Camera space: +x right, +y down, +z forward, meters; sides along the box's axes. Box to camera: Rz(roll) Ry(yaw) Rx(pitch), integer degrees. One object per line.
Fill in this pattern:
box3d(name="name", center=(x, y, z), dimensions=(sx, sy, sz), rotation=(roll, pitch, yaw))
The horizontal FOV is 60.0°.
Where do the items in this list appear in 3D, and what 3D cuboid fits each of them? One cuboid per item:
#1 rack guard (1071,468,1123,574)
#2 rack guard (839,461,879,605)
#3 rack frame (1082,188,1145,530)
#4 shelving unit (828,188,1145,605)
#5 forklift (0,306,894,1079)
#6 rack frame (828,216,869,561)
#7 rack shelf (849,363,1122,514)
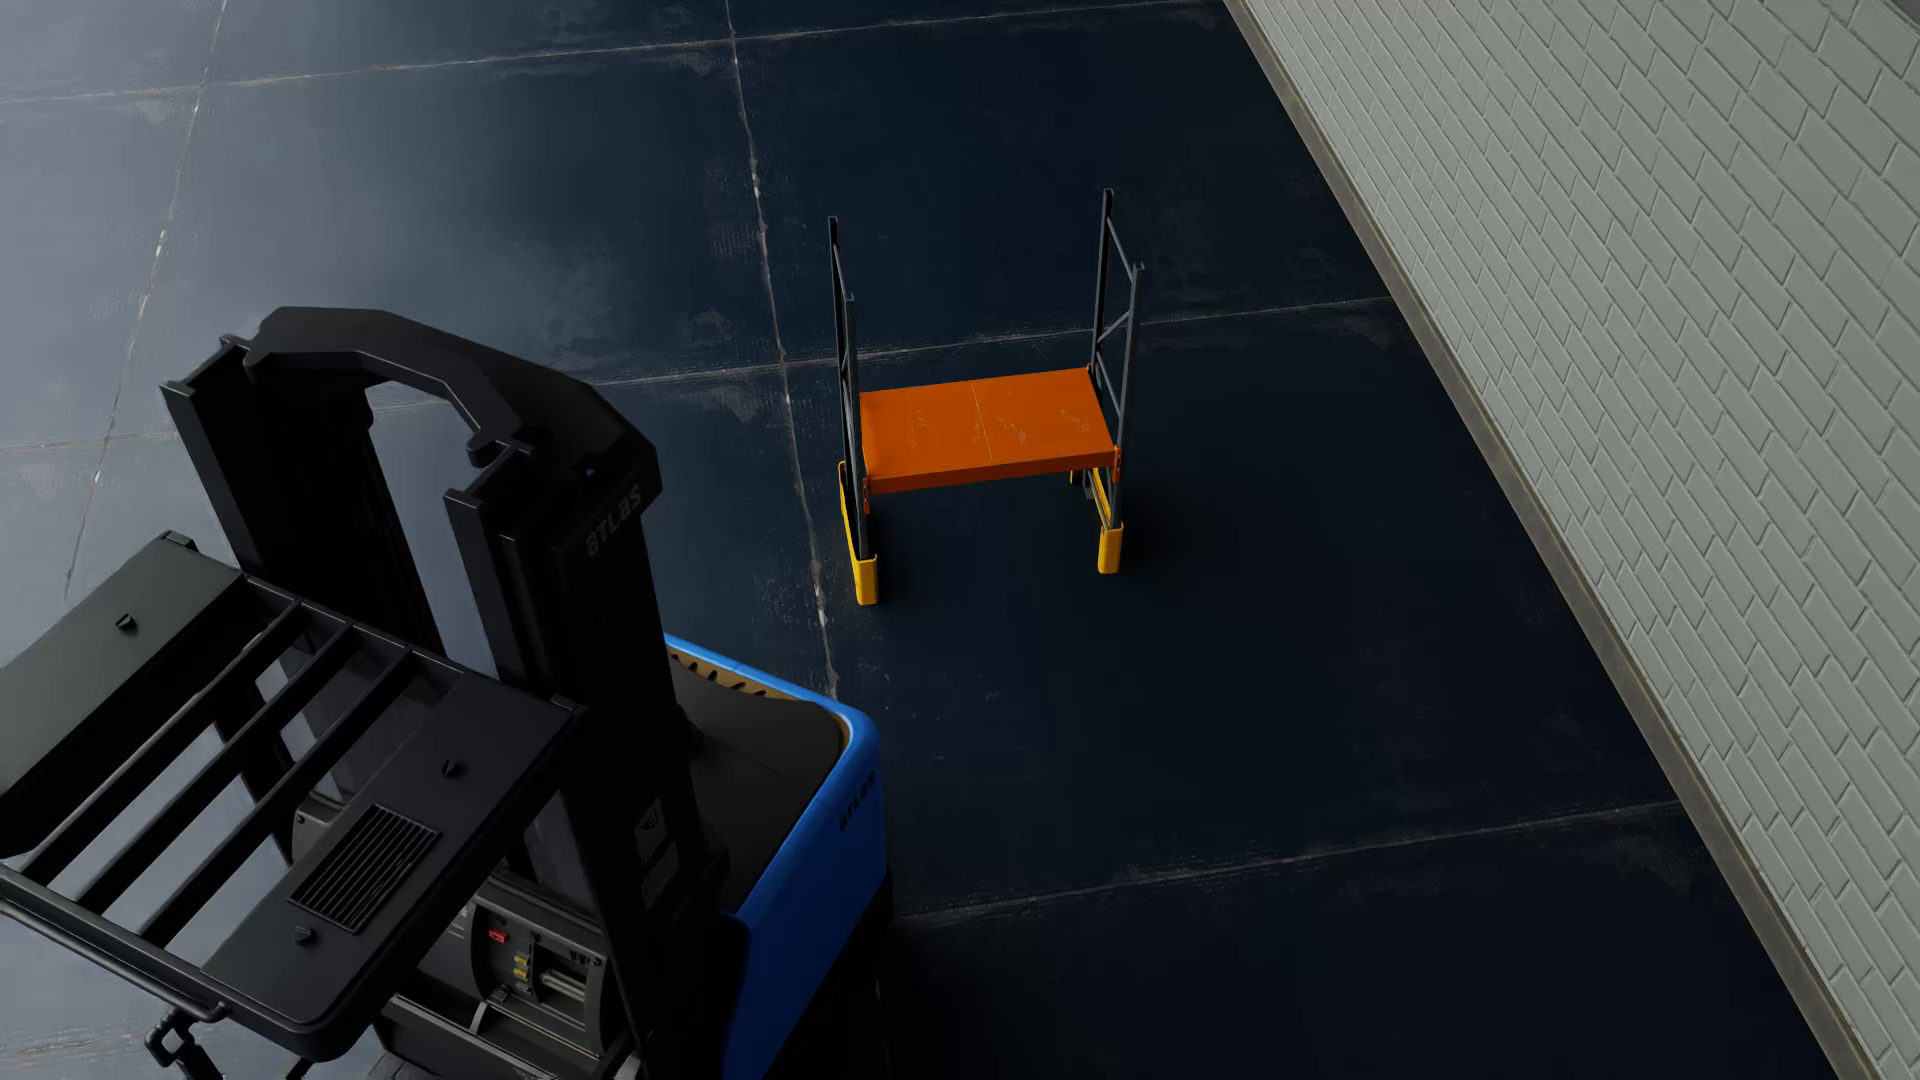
box3d(name="rack guard", center=(0.566, -0.157, 6.921), dimensions=(0.087, 0.250, 0.587), rotation=(-7, 46, -7))
box3d(name="rack guard", center=(-0.416, -0.035, 6.803), dimensions=(0.087, 0.250, 0.587), rotation=(-7, 46, -7))
box3d(name="rack frame", center=(0.585, -0.593, 6.473), dimensions=(0.032, 1.500, 0.500), rotation=(-7, 46, -7))
box3d(name="shelving unit", center=(0.075, -0.530, 6.412), dimensions=(1.083, 1.500, 0.587), rotation=(-7, 46, -7))
box3d(name="forklift", center=(-1.332, 1.056, 3.890), dimensions=(1.130, 2.935, 3.031), rotation=(20, 49, 18))
box3d(name="rack frame", center=(-0.417, -0.468, 6.353), dimensions=(0.032, 1.500, 0.500), rotation=(-7, 46, -7))
box3d(name="rack shelf", center=(0.084, -0.406, 6.543), dimensions=(1.000, 0.185, 0.538), rotation=(-7, 46, -7))
